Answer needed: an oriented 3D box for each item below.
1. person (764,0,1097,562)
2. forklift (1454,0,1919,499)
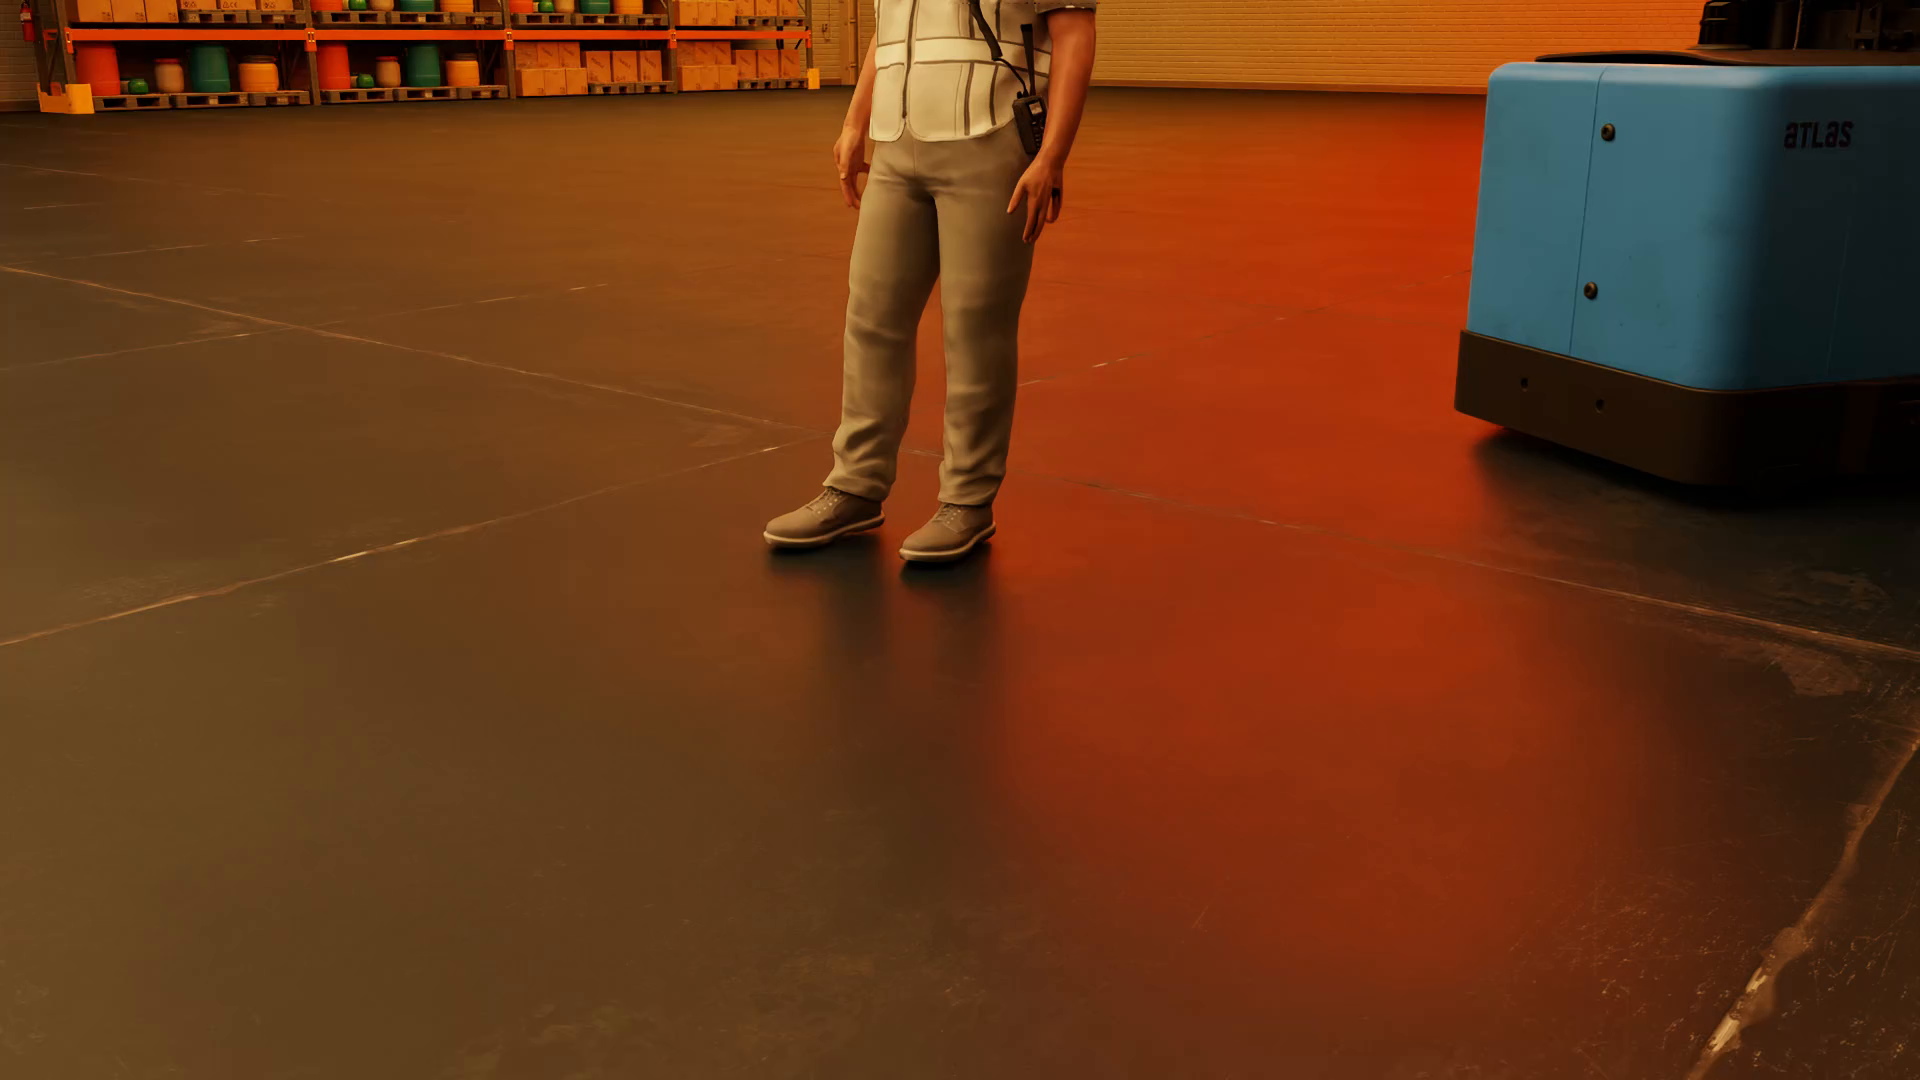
[{"bbox_3d":[-0.058,-0.845,3.630,0.641,1.781,0.574,13,21,37],"label":"person"},{"bbox_3d":[3.052,-1.755,4.676,3.031,2.935,1.130,-6,18,-20],"label":"forklift"}]
